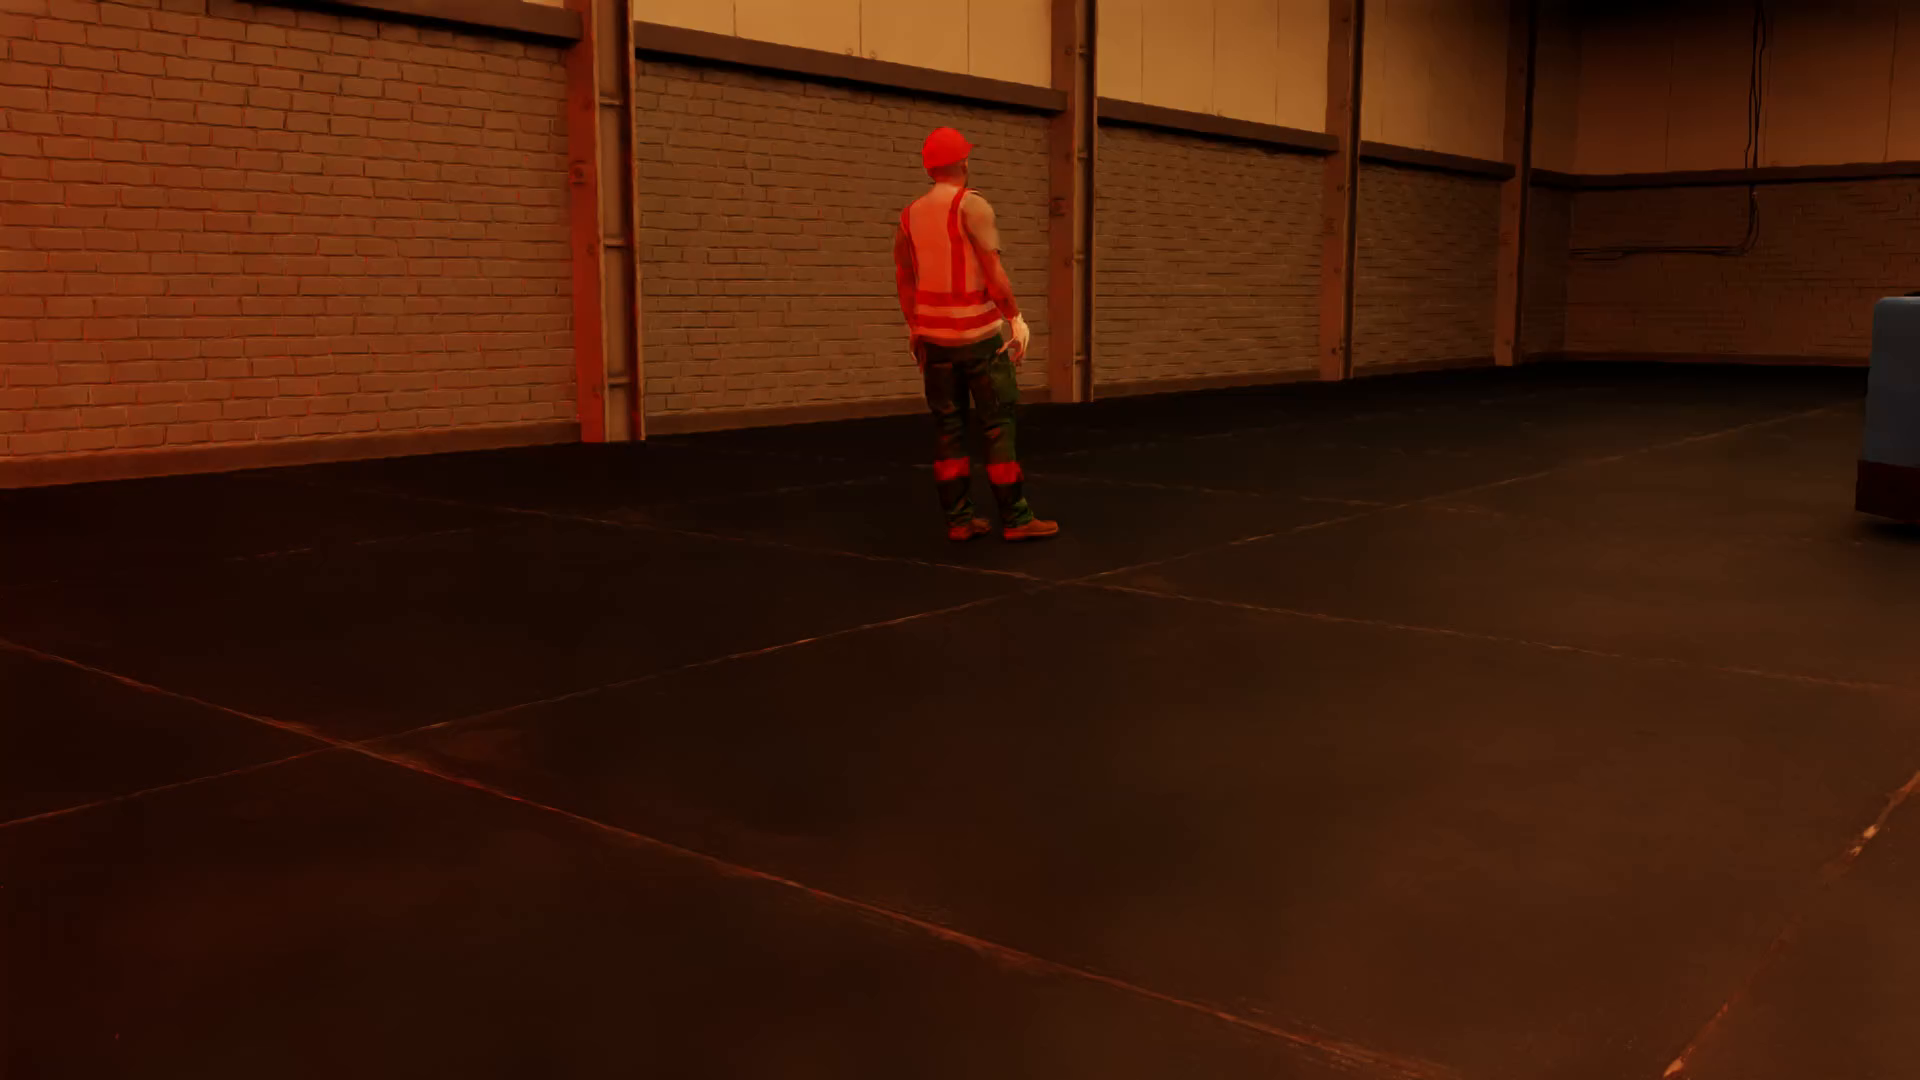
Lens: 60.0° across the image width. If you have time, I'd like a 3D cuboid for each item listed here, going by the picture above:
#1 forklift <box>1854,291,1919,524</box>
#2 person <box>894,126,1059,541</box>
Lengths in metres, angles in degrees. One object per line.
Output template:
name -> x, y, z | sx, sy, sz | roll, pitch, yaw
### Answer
forklift -> 5.767, -1.464, 7.288 | 3.031, 2.935, 1.130 | 0, 8, -2
person -> 0.059, -0.900, 7.329 | 0.637, 1.787, 0.563 | 7, 11, 38
